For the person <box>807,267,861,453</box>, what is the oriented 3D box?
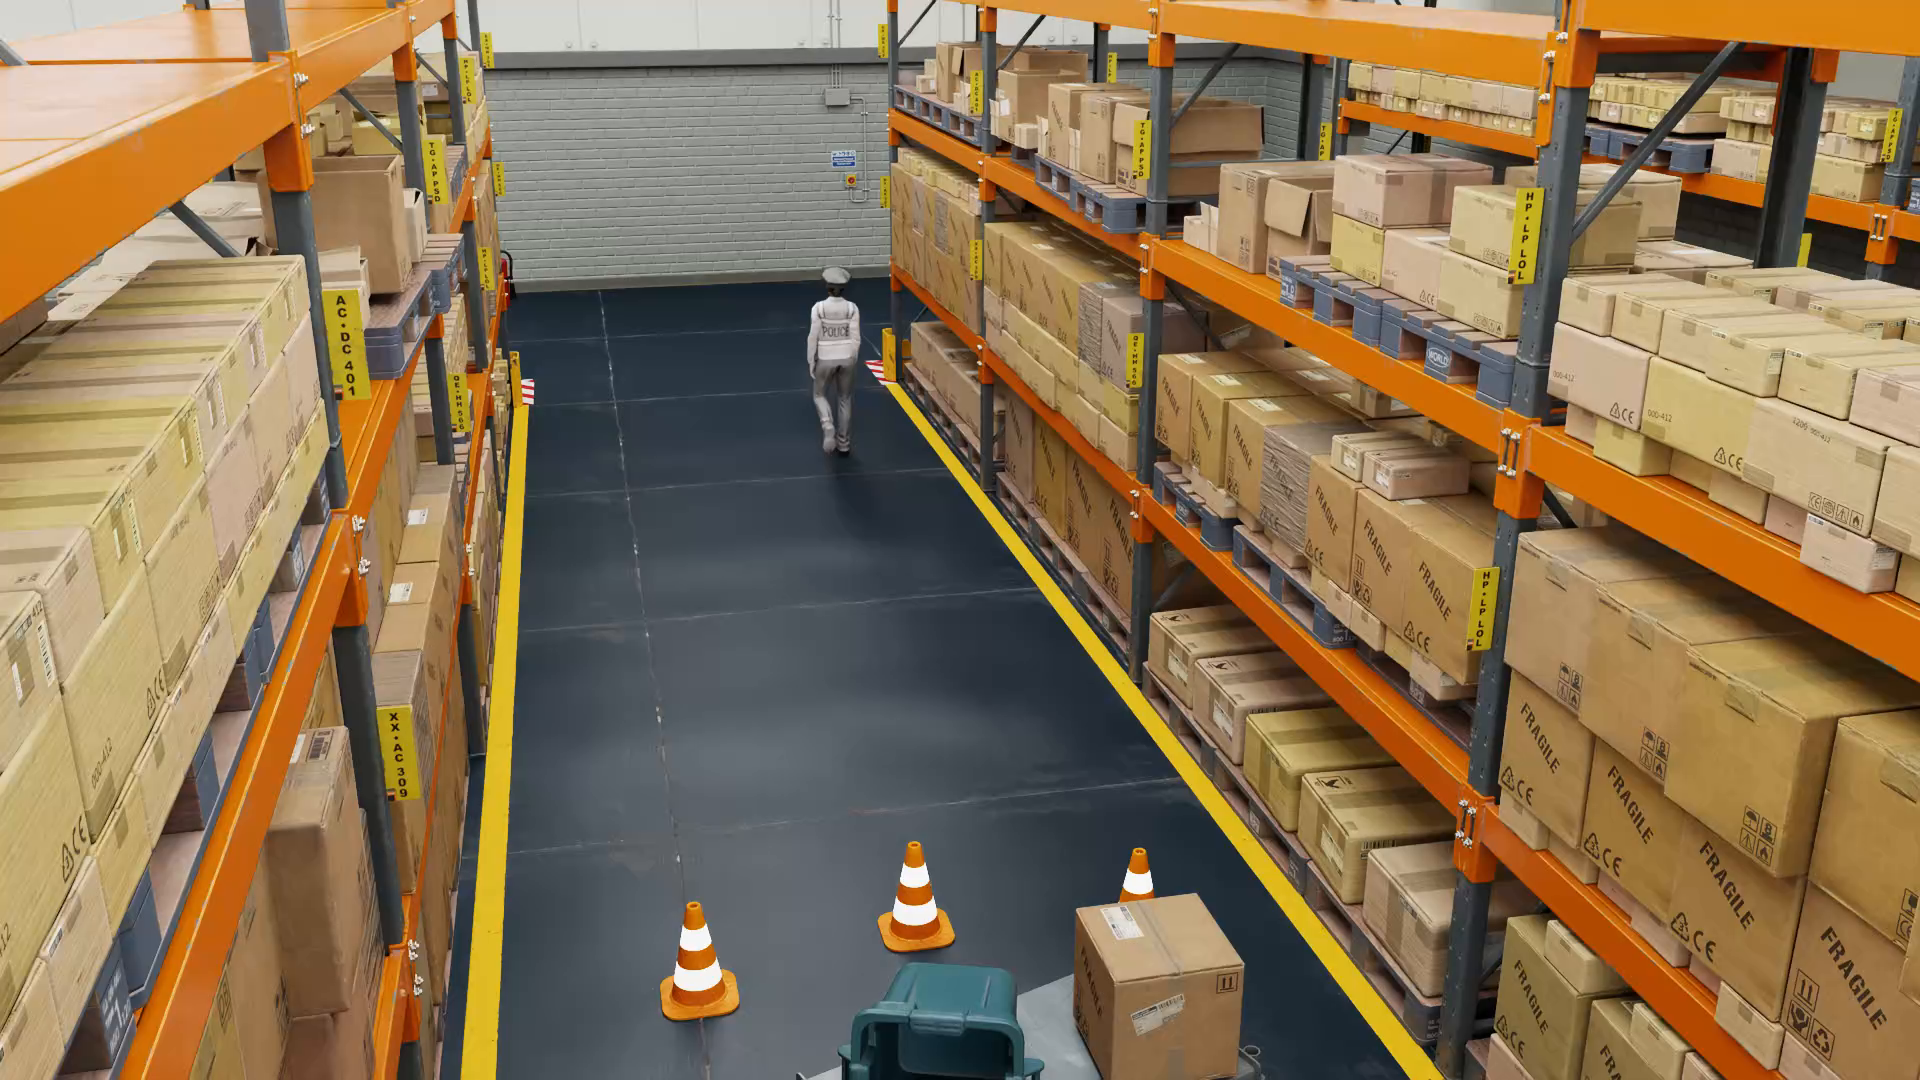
[{"bbox_3d":[-1.118,-1.574,14.873,0.483,1.667,0.543,-4,20,-11],"label":"person"}]
